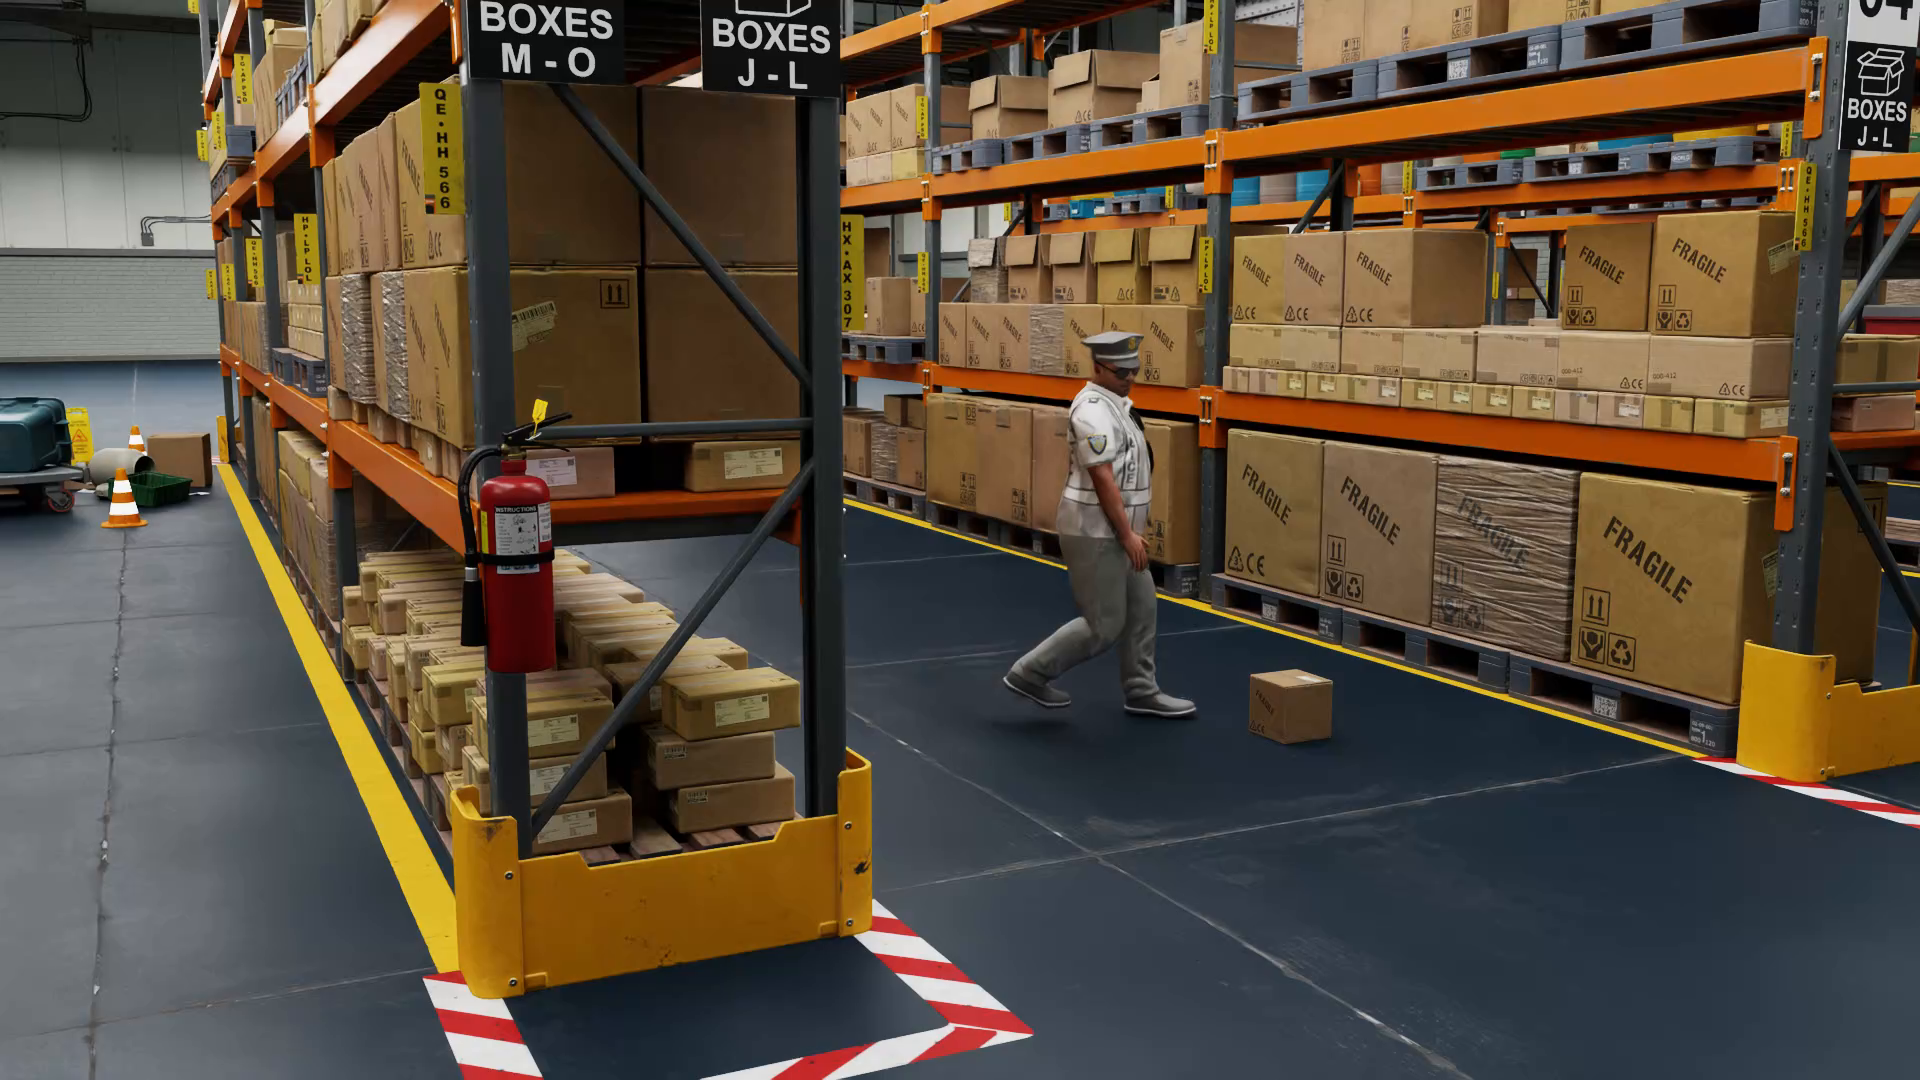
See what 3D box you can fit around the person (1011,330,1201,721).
[{"bbox_3d":[0.625,-0.041,7.156,0.772,1.712,0.603,3,9,20],"label":"person"}]
